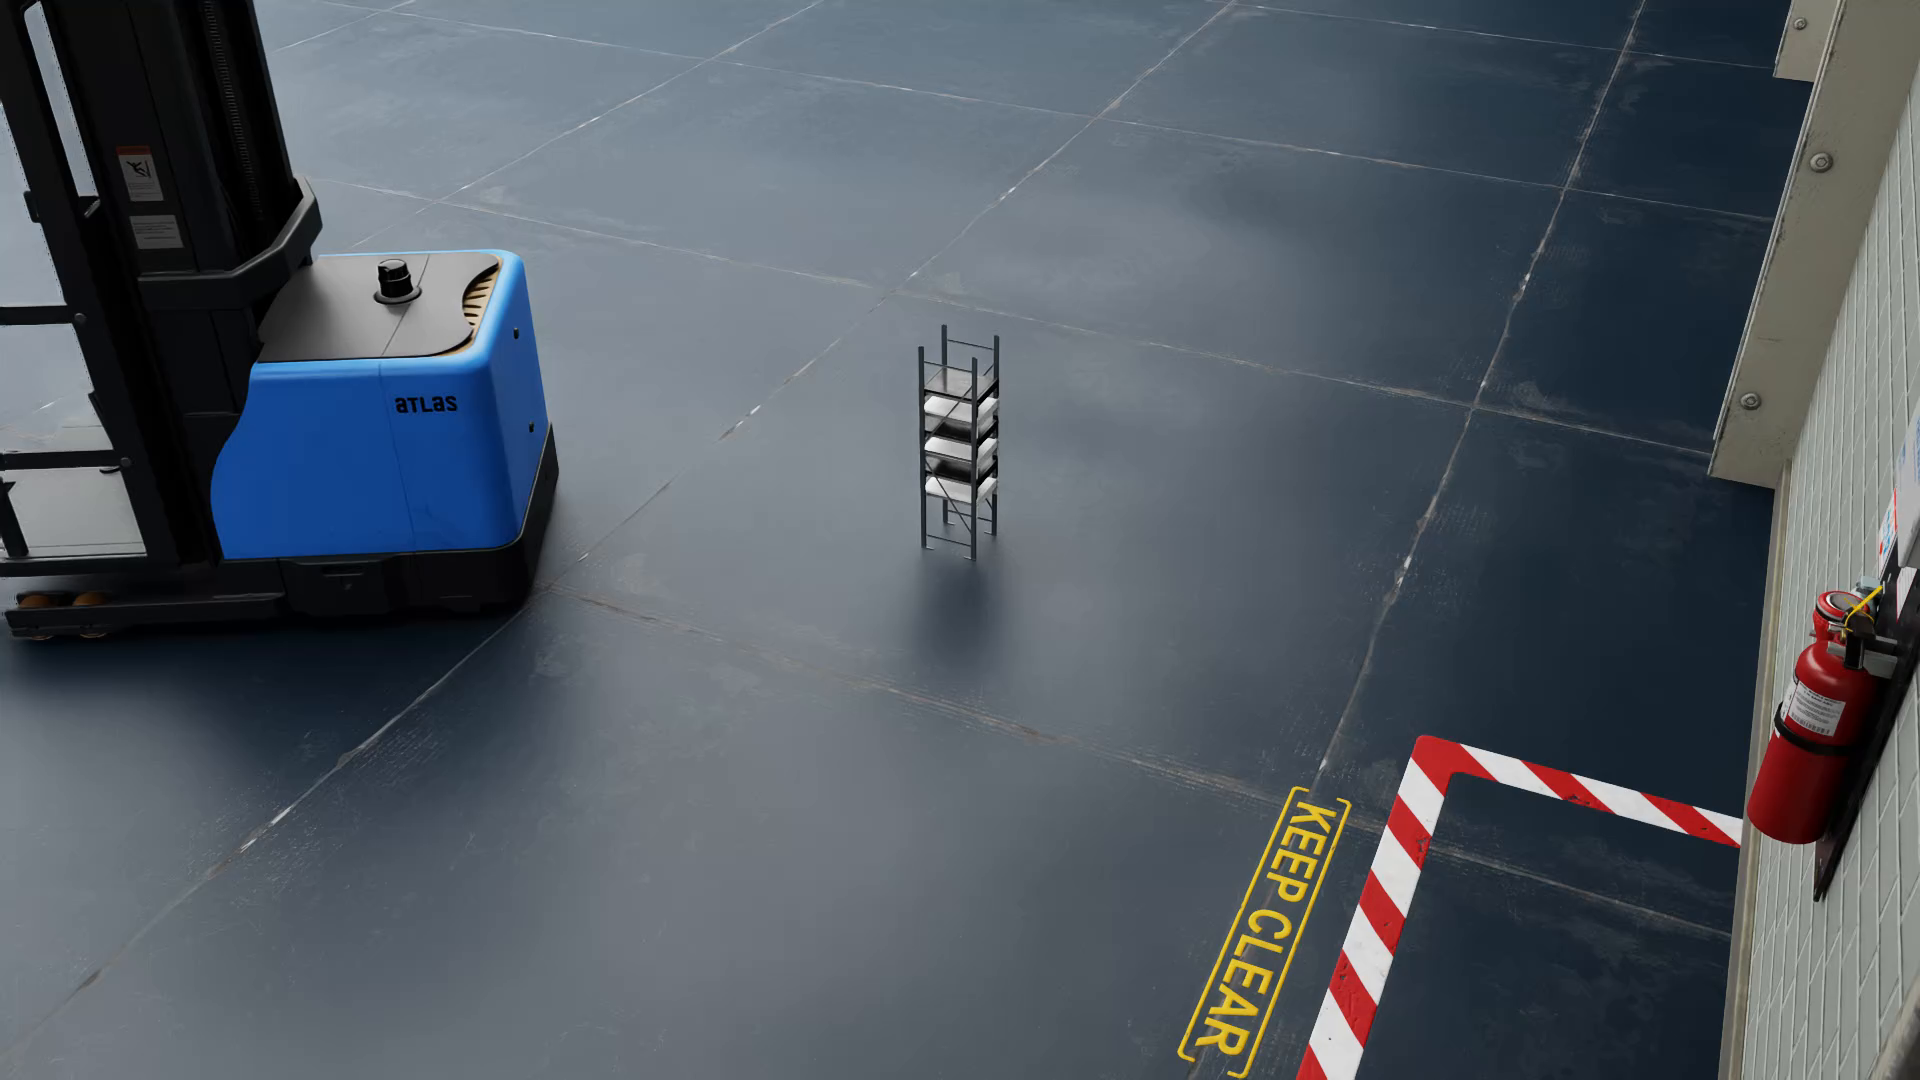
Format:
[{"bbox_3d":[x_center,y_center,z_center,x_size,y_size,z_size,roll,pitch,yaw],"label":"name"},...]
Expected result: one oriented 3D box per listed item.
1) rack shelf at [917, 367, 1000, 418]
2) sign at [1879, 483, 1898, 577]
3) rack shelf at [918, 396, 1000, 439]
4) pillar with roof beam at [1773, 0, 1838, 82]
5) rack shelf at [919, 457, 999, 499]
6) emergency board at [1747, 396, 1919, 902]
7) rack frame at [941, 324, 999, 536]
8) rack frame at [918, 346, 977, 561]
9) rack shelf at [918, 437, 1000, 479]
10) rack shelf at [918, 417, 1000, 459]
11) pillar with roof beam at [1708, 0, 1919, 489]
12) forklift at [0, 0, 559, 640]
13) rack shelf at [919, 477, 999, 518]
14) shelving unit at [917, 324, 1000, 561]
[{"bbox_3d":[-0.003,-0.570,6.367,0.258,0.077,0.200,14,36,20],"label":"rack shelf"},{"bbox_3d":[2.332,-0.098,4.131,0.001,0.329,0.234,14,36,20],"label":"sign"},{"bbox_3d":[-0.003,-0.495,6.417,0.258,0.077,0.200,14,36,20],"label":"rack shelf"},{"bbox_3d":[2.049,-8.082,10.869,9.100,9.000,0.400,14,36,20],"label":"pillar with roof beam"},{"bbox_3d":[-0.003,-0.269,6.565,0.258,0.077,0.200,14,36,20],"label":"rack shelf"},{"bbox_3d":[2.007,0.169,3.757,0.194,1.169,0.643,14,36,20],"label":"emergency board"},{"bbox_3d":[0.039,-0.423,6.574,0.240,0.900,0.006,14,36,20],"label":"rack frame"},{"bbox_3d":[-0.046,-0.322,6.420,0.240,0.900,0.006,14,36,20],"label":"rack frame"},{"bbox_3d":[-0.003,-0.344,6.515,0.258,0.077,0.200,14,36,20],"label":"rack shelf"},{"bbox_3d":[-0.003,-0.420,6.466,0.258,0.077,0.200,14,36,20],"label":"rack shelf"},{"bbox_3d":[-0.461,-5.094,6.312,9.100,9.000,0.400,14,36,20],"label":"pillar with roof beam"},{"bbox_3d":[-3.178,-1.155,5.838,3.031,2.935,1.130,-2,33,-4],"label":"forklift"},{"bbox_3d":[-0.003,-0.194,6.614,0.258,0.077,0.200,14,36,20],"label":"rack shelf"},{"bbox_3d":[-0.003,-0.372,6.497,0.258,0.900,0.210,14,36,20],"label":"shelving unit"}]
